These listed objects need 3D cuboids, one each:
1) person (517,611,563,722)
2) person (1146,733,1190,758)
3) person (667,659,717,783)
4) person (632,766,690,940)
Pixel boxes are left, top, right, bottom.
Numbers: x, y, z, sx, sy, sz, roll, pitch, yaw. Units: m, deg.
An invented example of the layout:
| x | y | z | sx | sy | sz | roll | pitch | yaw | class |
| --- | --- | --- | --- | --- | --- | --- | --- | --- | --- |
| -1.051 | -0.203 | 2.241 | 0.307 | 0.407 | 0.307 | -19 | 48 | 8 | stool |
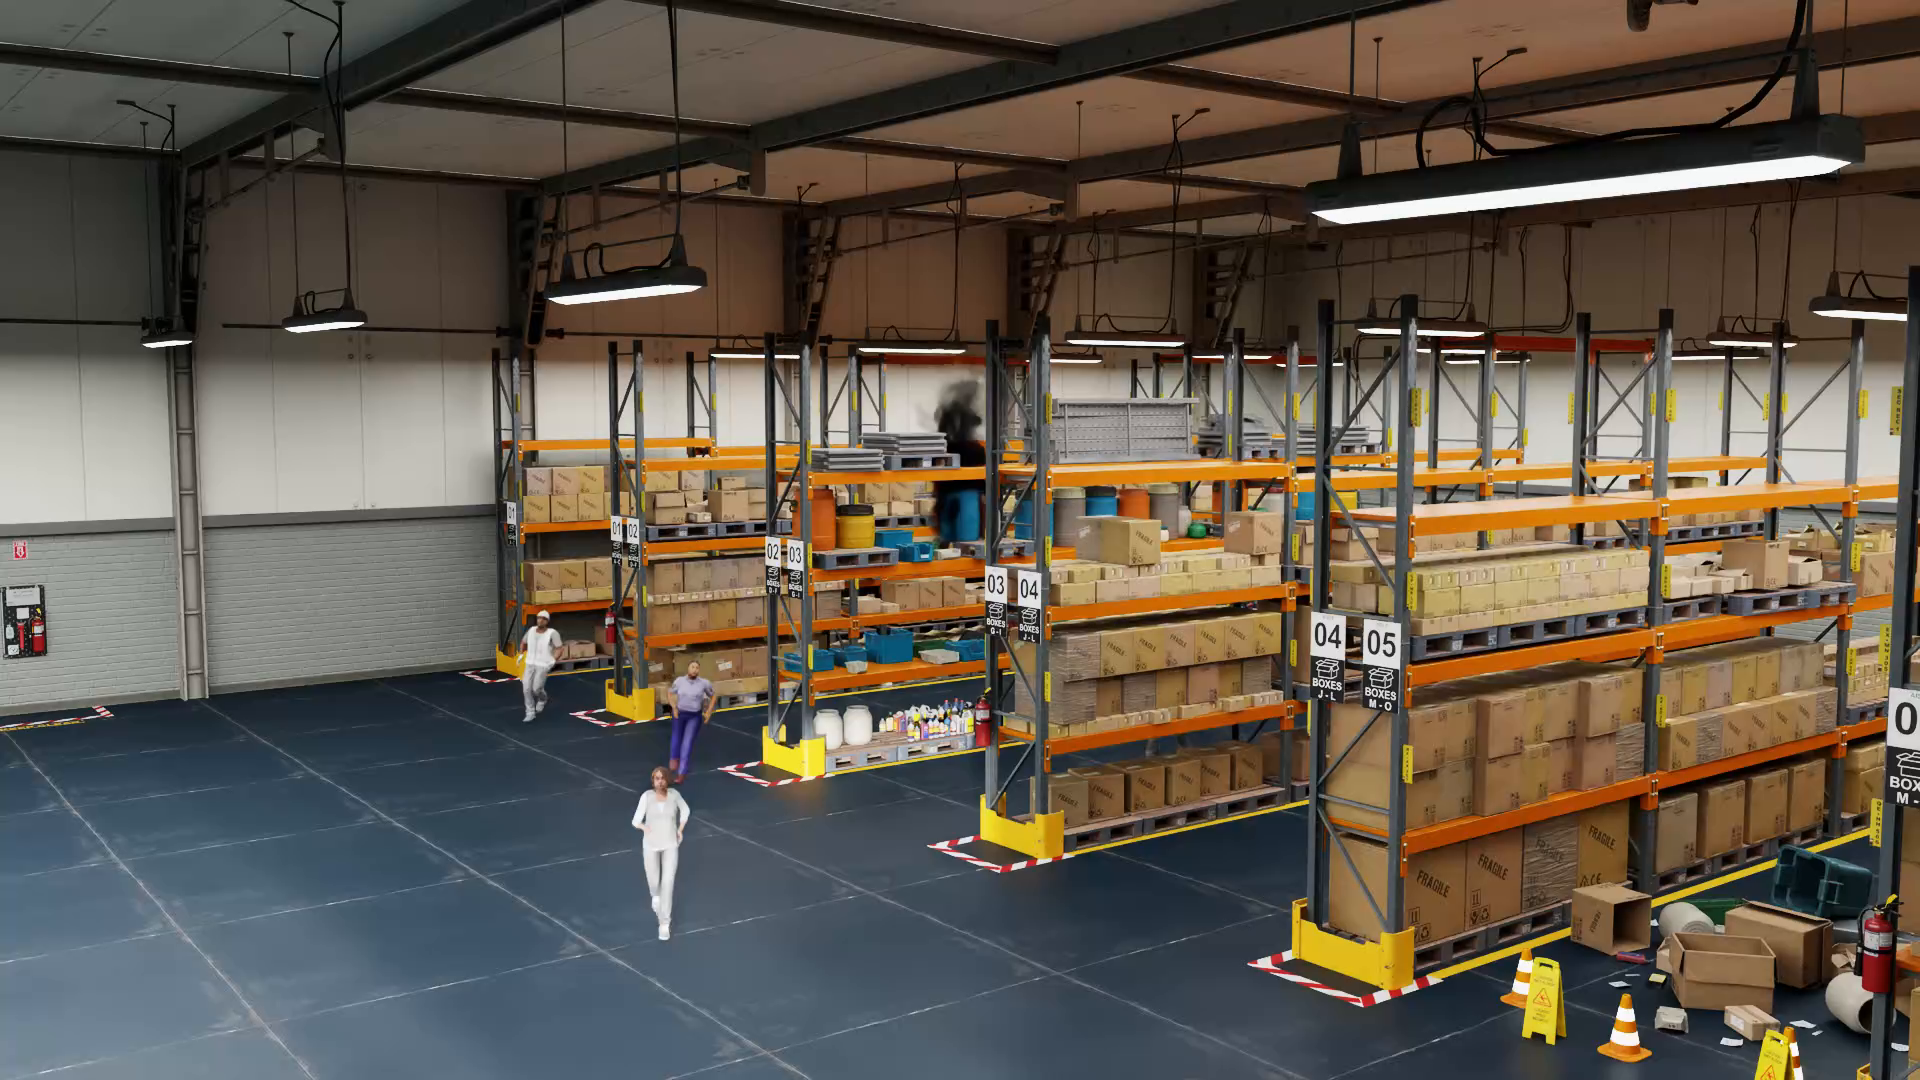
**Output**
| x | y | z | sx | sy | sz | roll | pitch | yaw | class |
| --- | --- | --- | --- | --- | --- | --- | --- | --- | --- |
| -6.685 | 1.994 | 26.398 | 0.732 | 1.740 | 0.586 | 1 | 5 | 12 | person |
| 2.876 | 2.244 | 23.098 | 0.633 | 1.822 | 0.825 | 5 | 7 | 43 | person |
| -3.615 | 2.402 | 22.368 | 0.683 | 1.614 | 0.748 | 0 | 5 | -3 | person |
| -2.865 | 2.963 | 15.959 | 0.541 | 1.552 | 0.867 | -1 | 5 | -9 | person |
